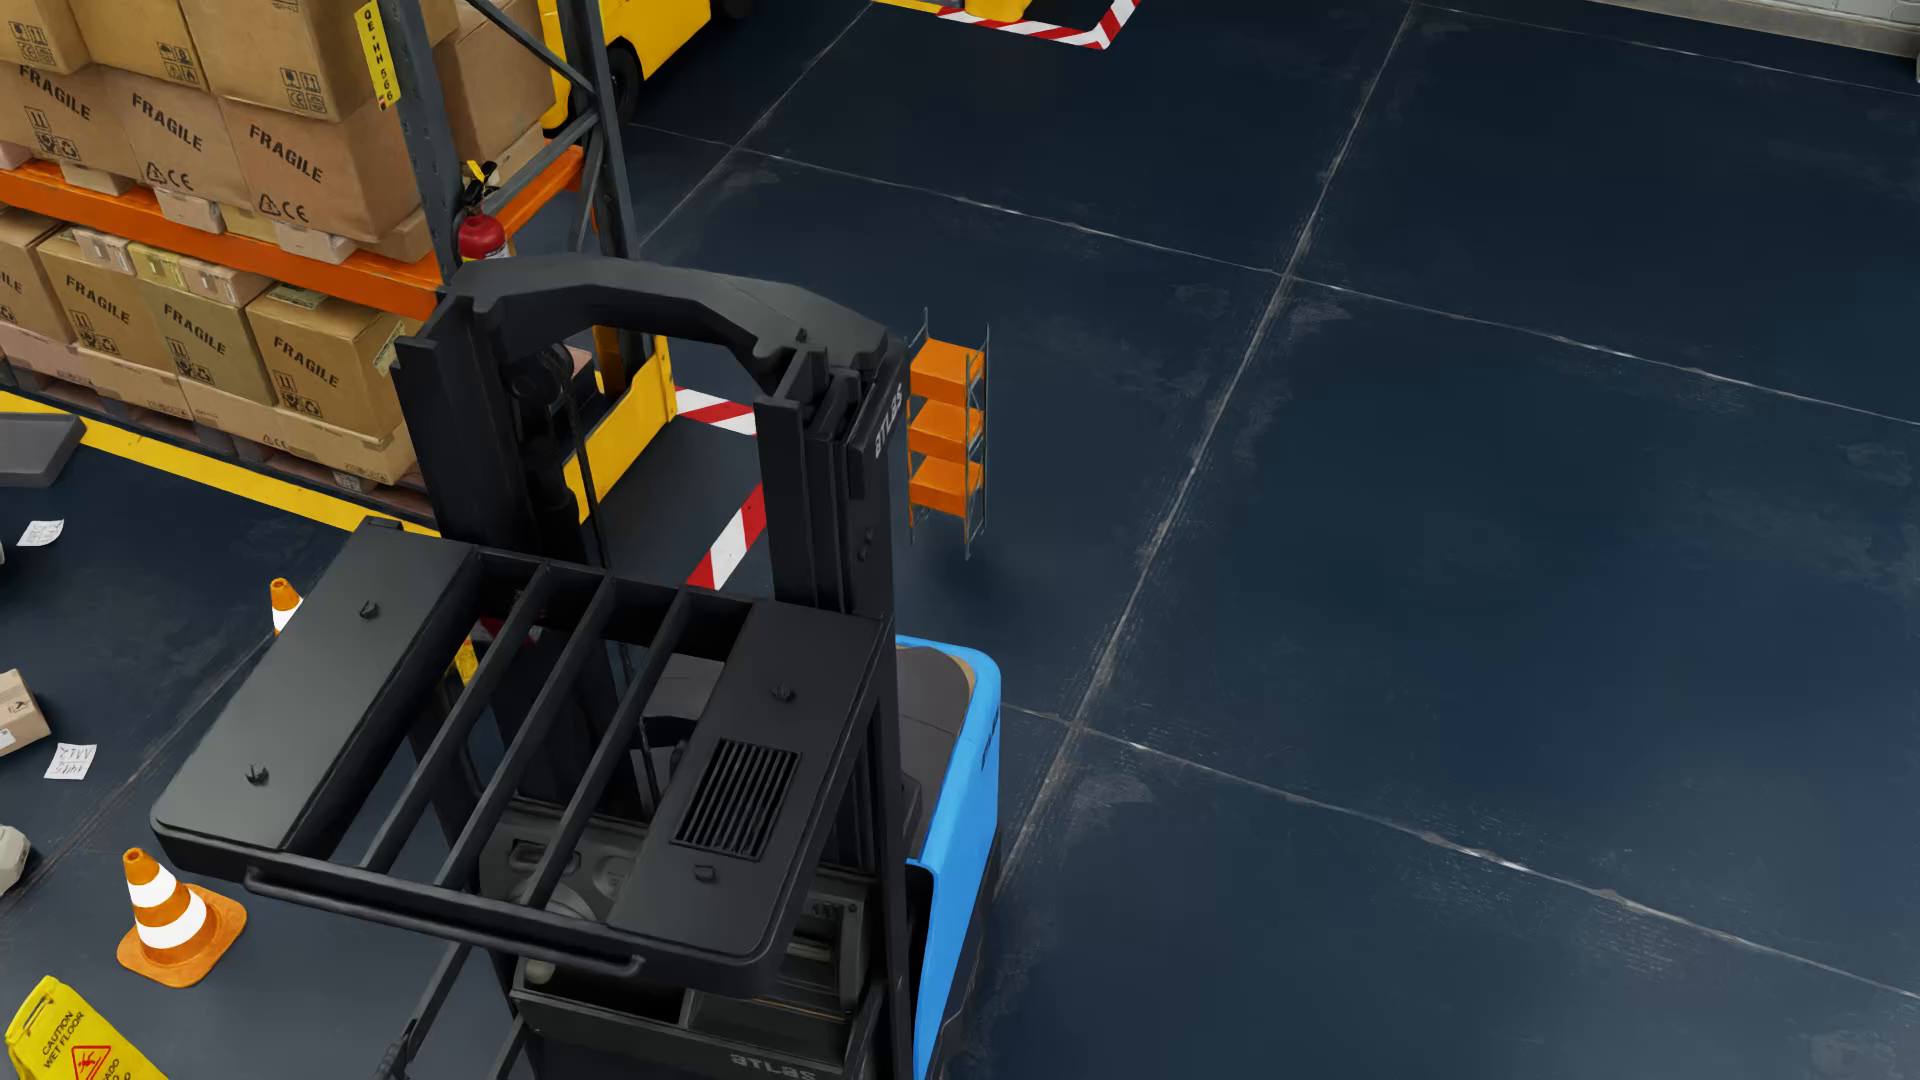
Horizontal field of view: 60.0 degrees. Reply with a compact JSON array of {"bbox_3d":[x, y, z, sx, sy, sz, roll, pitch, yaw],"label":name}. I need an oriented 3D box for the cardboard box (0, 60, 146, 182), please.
[{"bbox_3d":[-3.064,-1.691,6.041,0.500,0.500,0.500,16,47,16],"label":"cardboard box"}]

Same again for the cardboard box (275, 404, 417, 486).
[{"bbox_3d":[-2.408,-0.530,6.807,0.500,0.250,0.500,16,47,16],"label":"cardboard box"}]

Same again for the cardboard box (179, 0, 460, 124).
[{"bbox_3d":[-2.092,-1.796,5.438,0.500,0.500,0.700,15,47,15],"label":"cardboard box"}]

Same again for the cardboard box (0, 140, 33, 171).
[{"bbox_3d":[-3.641,-1.604,6.413,0.250,0.149,0.380,16,47,16],"label":"cardboard box"}]

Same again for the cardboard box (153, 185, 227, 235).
[{"bbox_3d":[-2.718,-1.308,6.116,0.250,0.149,0.380,17,47,17],"label":"cardboard box"}]

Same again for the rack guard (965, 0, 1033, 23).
[{"bbox_3d":[0.393,-3.644,10.058,0.348,0.500,1.175,16,47,16],"label":"rack guard"}]

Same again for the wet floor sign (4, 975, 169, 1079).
[{"bbox_3d":[-2.560,1.499,4.786,0.232,0.644,0.267,9,46,9],"label":"wet floor sign"}]

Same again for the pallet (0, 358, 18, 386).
[{"bbox_3d":[-4.595,-1.243,7.850,1.213,0.211,1.003,16,47,16],"label":"pallet"}]

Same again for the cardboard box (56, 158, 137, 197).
[{"bbox_3d":[-3.171,-1.480,6.288,0.250,0.149,0.380,16,47,15],"label":"cardboard box"}]

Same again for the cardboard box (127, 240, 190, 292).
[{"bbox_3d":[-2.972,-1.149,6.438,0.250,0.149,0.380,17,47,16],"label":"cardboard box"}]

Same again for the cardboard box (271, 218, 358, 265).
[{"bbox_3d":[-2.240,-1.174,5.982,0.250,0.149,0.380,16,47,15],"label":"cardboard box"}]

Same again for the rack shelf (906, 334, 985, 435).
[{"bbox_3d":[-0.049,-0.580,6.202,0.240,0.259,0.215,16,47,16],"label":"rack shelf"}]

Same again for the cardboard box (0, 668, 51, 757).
[{"bbox_3d":[-3.523,0.665,5.976,0.380,0.149,0.250,-28,51,-25],"label":"cardboard box"}]

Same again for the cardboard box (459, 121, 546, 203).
[{"bbox_3d":[-1.770,-1.443,6.251,0.250,0.149,0.380,17,47,16],"label":"cardboard box"}]

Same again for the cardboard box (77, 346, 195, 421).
[{"bbox_3d":[-3.346,-0.807,7.086,0.500,0.250,0.500,15,47,14],"label":"cardboard box"}]

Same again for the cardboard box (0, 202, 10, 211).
[{"bbox_3d":[-3.971,-1.442,6.733,0.250,0.149,0.380,19,48,18],"label":"cardboard box"}]

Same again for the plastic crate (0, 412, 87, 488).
[{"bbox_3d":[-4.095,-0.396,7.091,0.583,0.080,0.402,2,45,2],"label":"plastic crate"}]

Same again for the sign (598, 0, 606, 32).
[{"bbox_3d":[-1.328,-1.965,5.984,0.005,0.325,0.100,16,47,16],"label":"sign"}]

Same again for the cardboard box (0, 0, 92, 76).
[{"bbox_3d":[-3.066,-2.010,5.653,0.500,0.500,0.700,16,47,15],"label":"cardboard box"}]

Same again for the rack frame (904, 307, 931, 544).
[{"bbox_3d":[-0.162,-0.420,6.428,0.008,1.050,0.200,16,47,16],"label":"rack frame"}]

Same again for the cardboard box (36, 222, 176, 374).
[{"bbox_3d":[-3.322,-1.073,6.822,0.500,0.500,0.500,15,47,15],"label":"cardboard box"}]

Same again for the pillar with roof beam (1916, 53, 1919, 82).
[{"bbox_3d":[3.956,-3.008,3.393,0.400,9.000,9.100,16,47,16],"label":"pillar with roof beam"}]

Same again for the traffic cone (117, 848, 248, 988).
[{"bbox_3d":[-2.543,1.133,5.284,0.334,0.463,0.336,16,47,16],"label":"traffic cone"}]

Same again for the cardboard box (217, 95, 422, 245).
[{"bbox_3d":[-2.143,-1.413,5.762,0.500,0.500,0.500,16,47,15],"label":"cardboard box"}]

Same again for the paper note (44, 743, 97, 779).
[{"bbox_3d":[-3.175,0.787,5.937,0.142,0.019,0.148,2,45,2],"label":"paper note"}]

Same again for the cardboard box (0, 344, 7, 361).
[{"bbox_3d":[-4.290,-1.091,7.372,0.500,0.250,0.500,19,48,18],"label":"cardboard box"}]

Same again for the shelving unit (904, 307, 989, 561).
[{"bbox_3d":[-0.049,-0.387,6.394,0.252,1.050,0.215,16,47,16],"label":"shelving unit"}]

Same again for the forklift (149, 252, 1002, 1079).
[{"bbox_3d":[-0.721,0.980,3.687,1.130,2.935,3.031,10,46,10],"label":"forklift"}]

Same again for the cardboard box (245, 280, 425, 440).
[{"bbox_3d":[-2.376,-0.792,6.540,0.500,0.500,0.500,17,47,16],"label":"cardboard box"}]

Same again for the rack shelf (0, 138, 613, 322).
[{"bbox_3d":[-3.382,-1.593,6.734,4.000,0.370,1.077,16,47,16],"label":"rack shelf"}]

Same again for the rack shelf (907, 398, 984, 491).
[{"bbox_3d":[-0.049,-0.379,6.402,0.240,0.259,0.215,16,47,16],"label":"rack shelf"}]

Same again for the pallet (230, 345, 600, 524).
[{"bbox_3d":[-2.343,-0.580,7.184,1.213,0.211,1.003,16,47,16],"label":"pallet"}]
